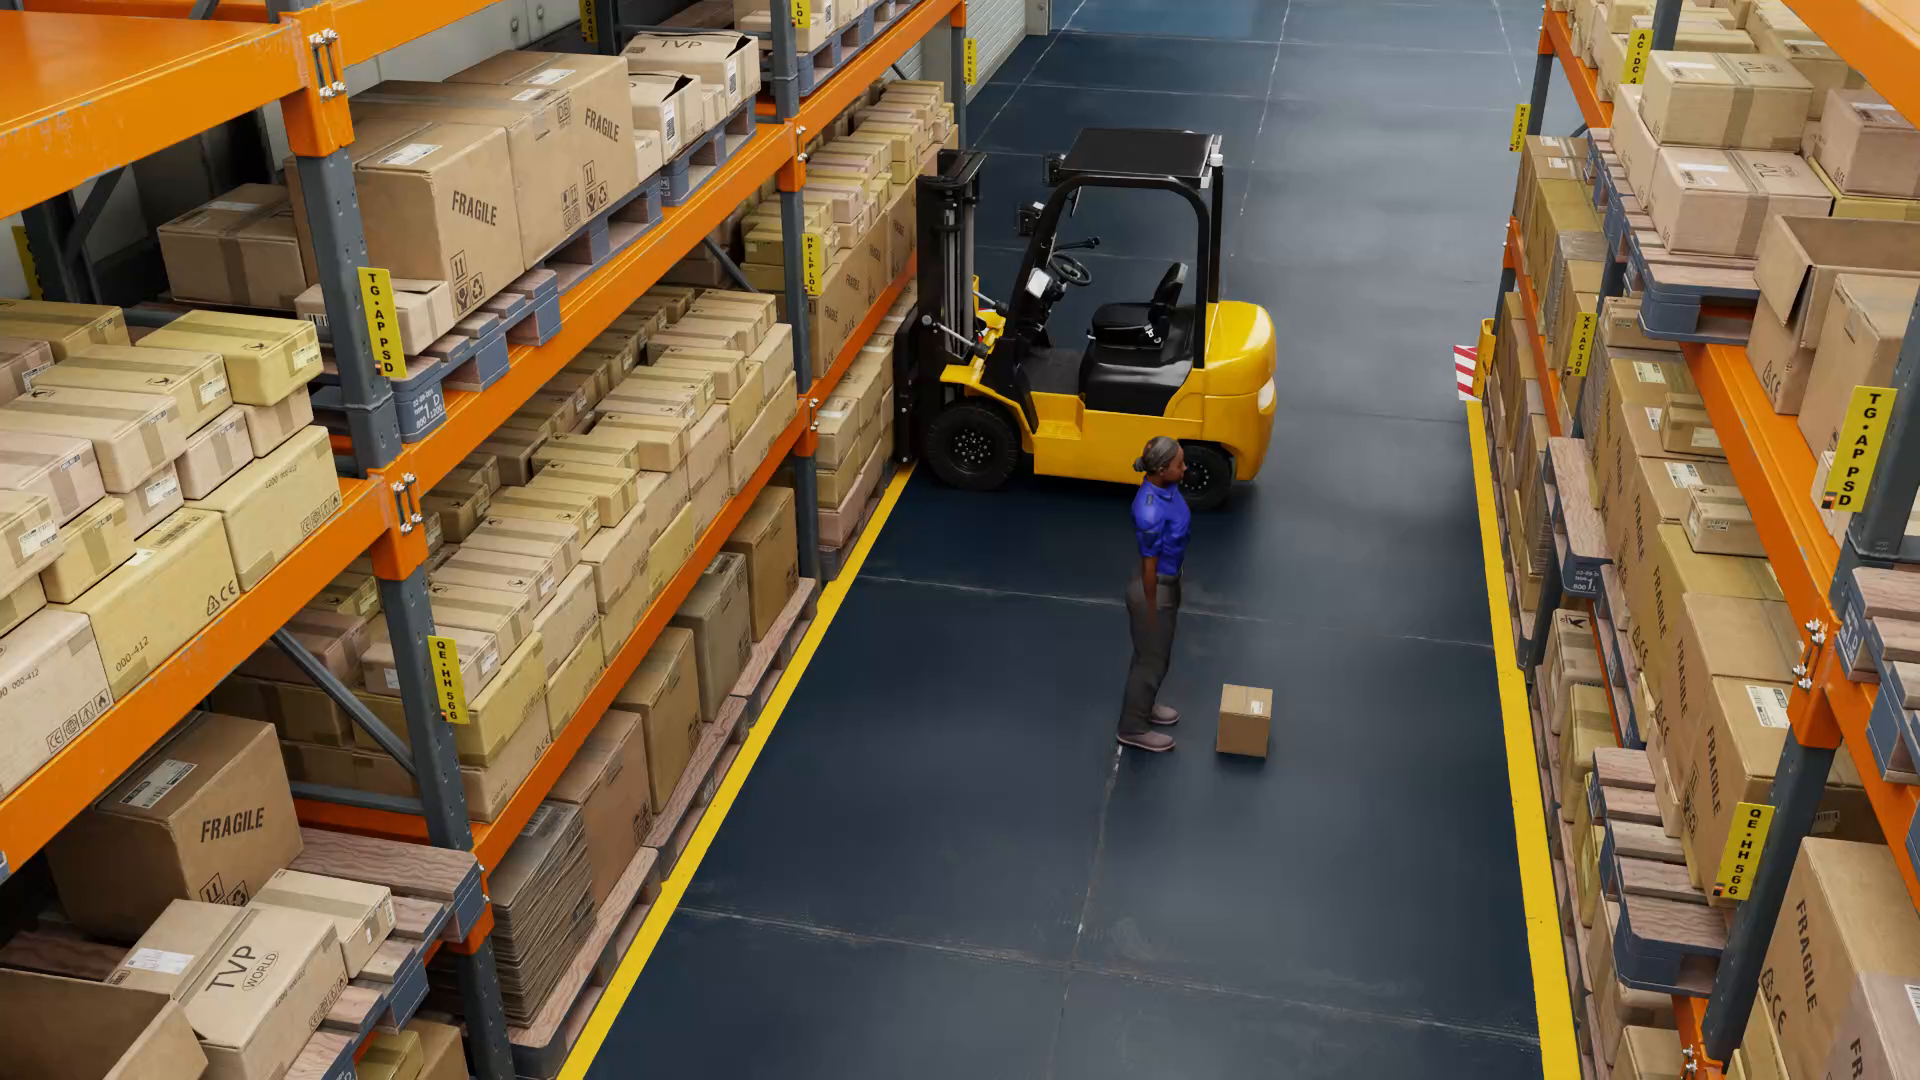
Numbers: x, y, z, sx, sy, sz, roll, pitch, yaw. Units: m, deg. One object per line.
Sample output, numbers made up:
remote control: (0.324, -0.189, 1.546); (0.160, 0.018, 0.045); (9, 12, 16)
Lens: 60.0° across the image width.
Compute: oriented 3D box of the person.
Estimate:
person: (0.969, 0.246, 8.178); (0.308, 1.658, 0.437); (7, 30, 12)
